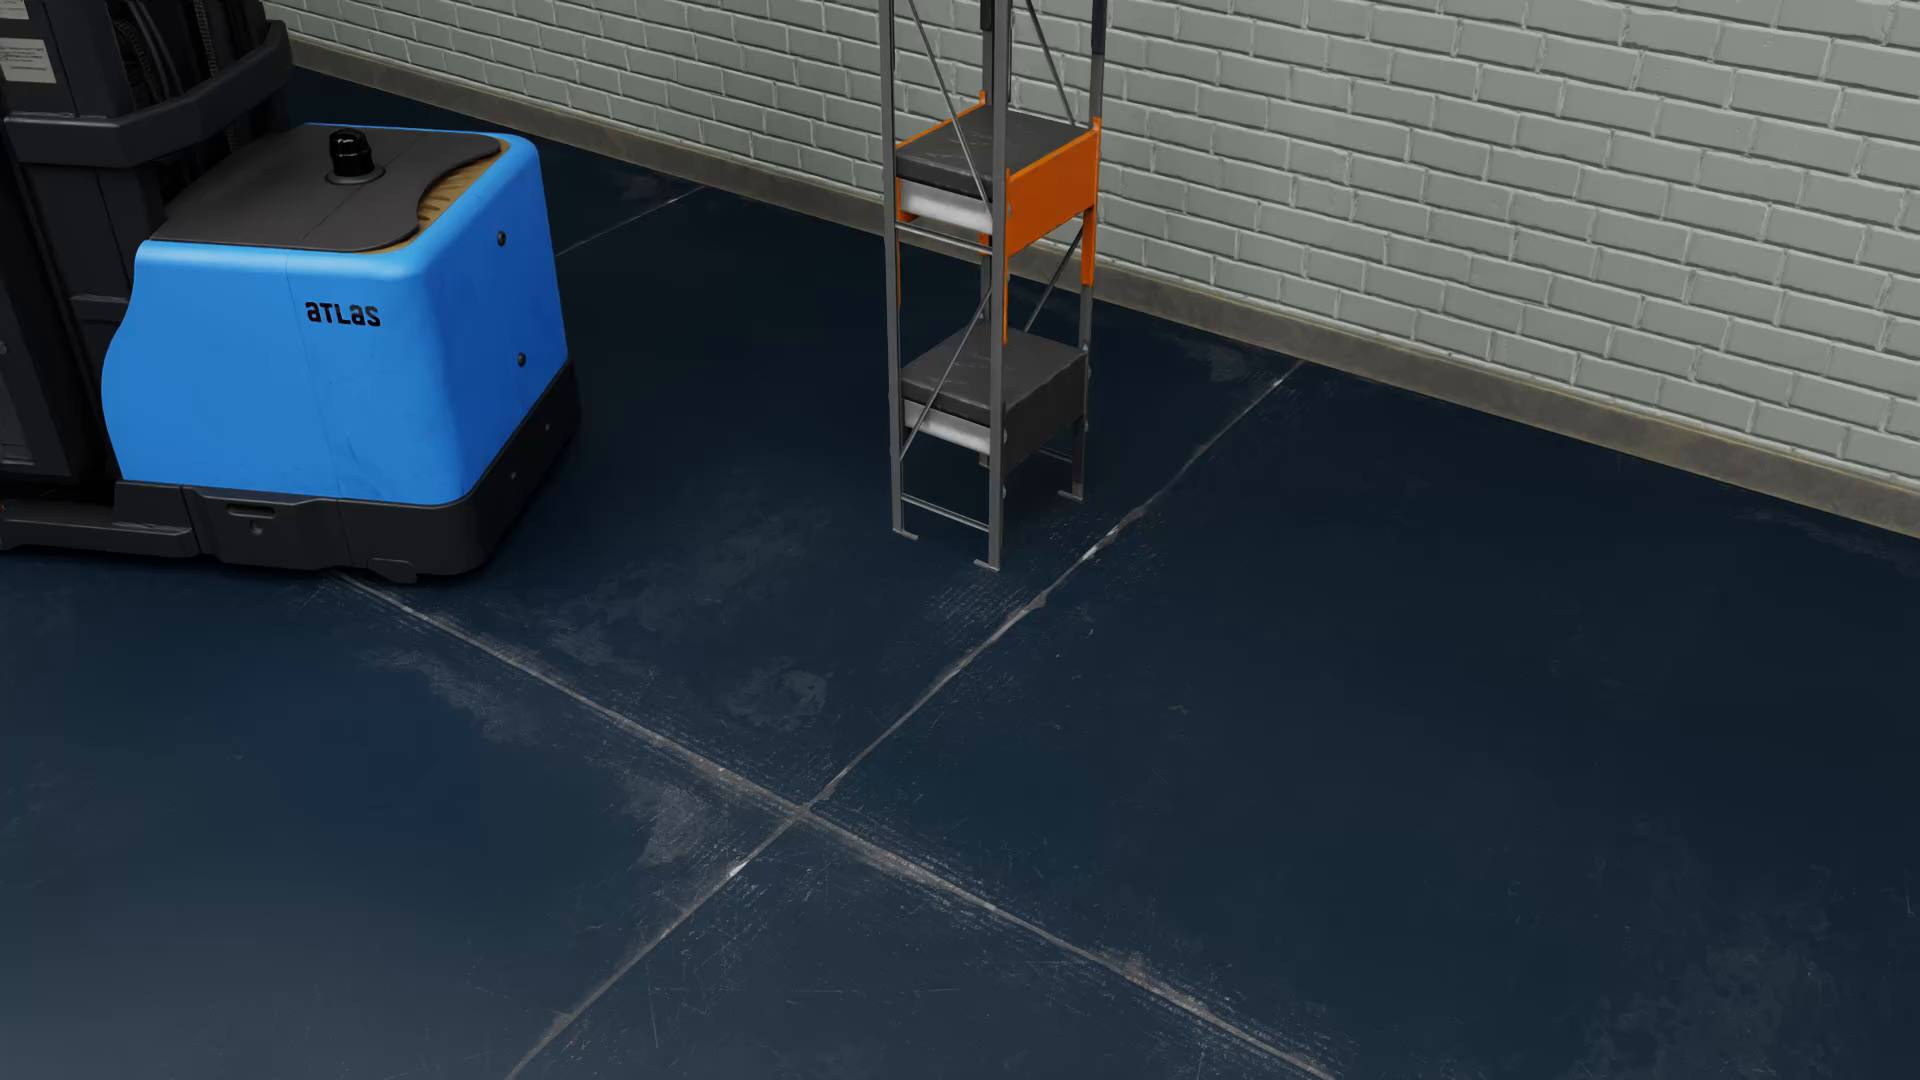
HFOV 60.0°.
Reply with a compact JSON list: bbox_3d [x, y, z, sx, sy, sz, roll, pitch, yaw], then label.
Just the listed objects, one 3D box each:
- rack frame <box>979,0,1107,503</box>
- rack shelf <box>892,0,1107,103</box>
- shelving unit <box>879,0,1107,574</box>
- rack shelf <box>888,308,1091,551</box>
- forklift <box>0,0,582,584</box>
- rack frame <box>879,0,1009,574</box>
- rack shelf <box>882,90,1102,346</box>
[{"bbox_3d":[0.234,-1.058,4.941,0.400,2.100,0.015,21,39,28],"label":"rack frame"},{"bbox_3d":[0.094,-1.515,4.390,0.431,0.518,0.480,21,39,28],"label":"rack shelf"},{"bbox_3d":[0.094,-0.946,4.774,0.431,2.100,0.503,21,39,28],"label":"shelving unit"},{"bbox_3d":[0.094,-0.355,5.174,0.431,0.518,0.480,21,39,28],"label":"rack shelf"},{"bbox_3d":[-2.868,-1.457,4.789,3.031,2.935,1.130,5,34,7],"label":"forklift"},{"bbox_3d":[-0.045,-0.834,4.608,0.400,2.100,0.015,21,39,28],"label":"rack frame"},{"bbox_3d":[0.094,-0.935,4.782,0.431,0.518,0.480,21,39,28],"label":"rack shelf"}]
